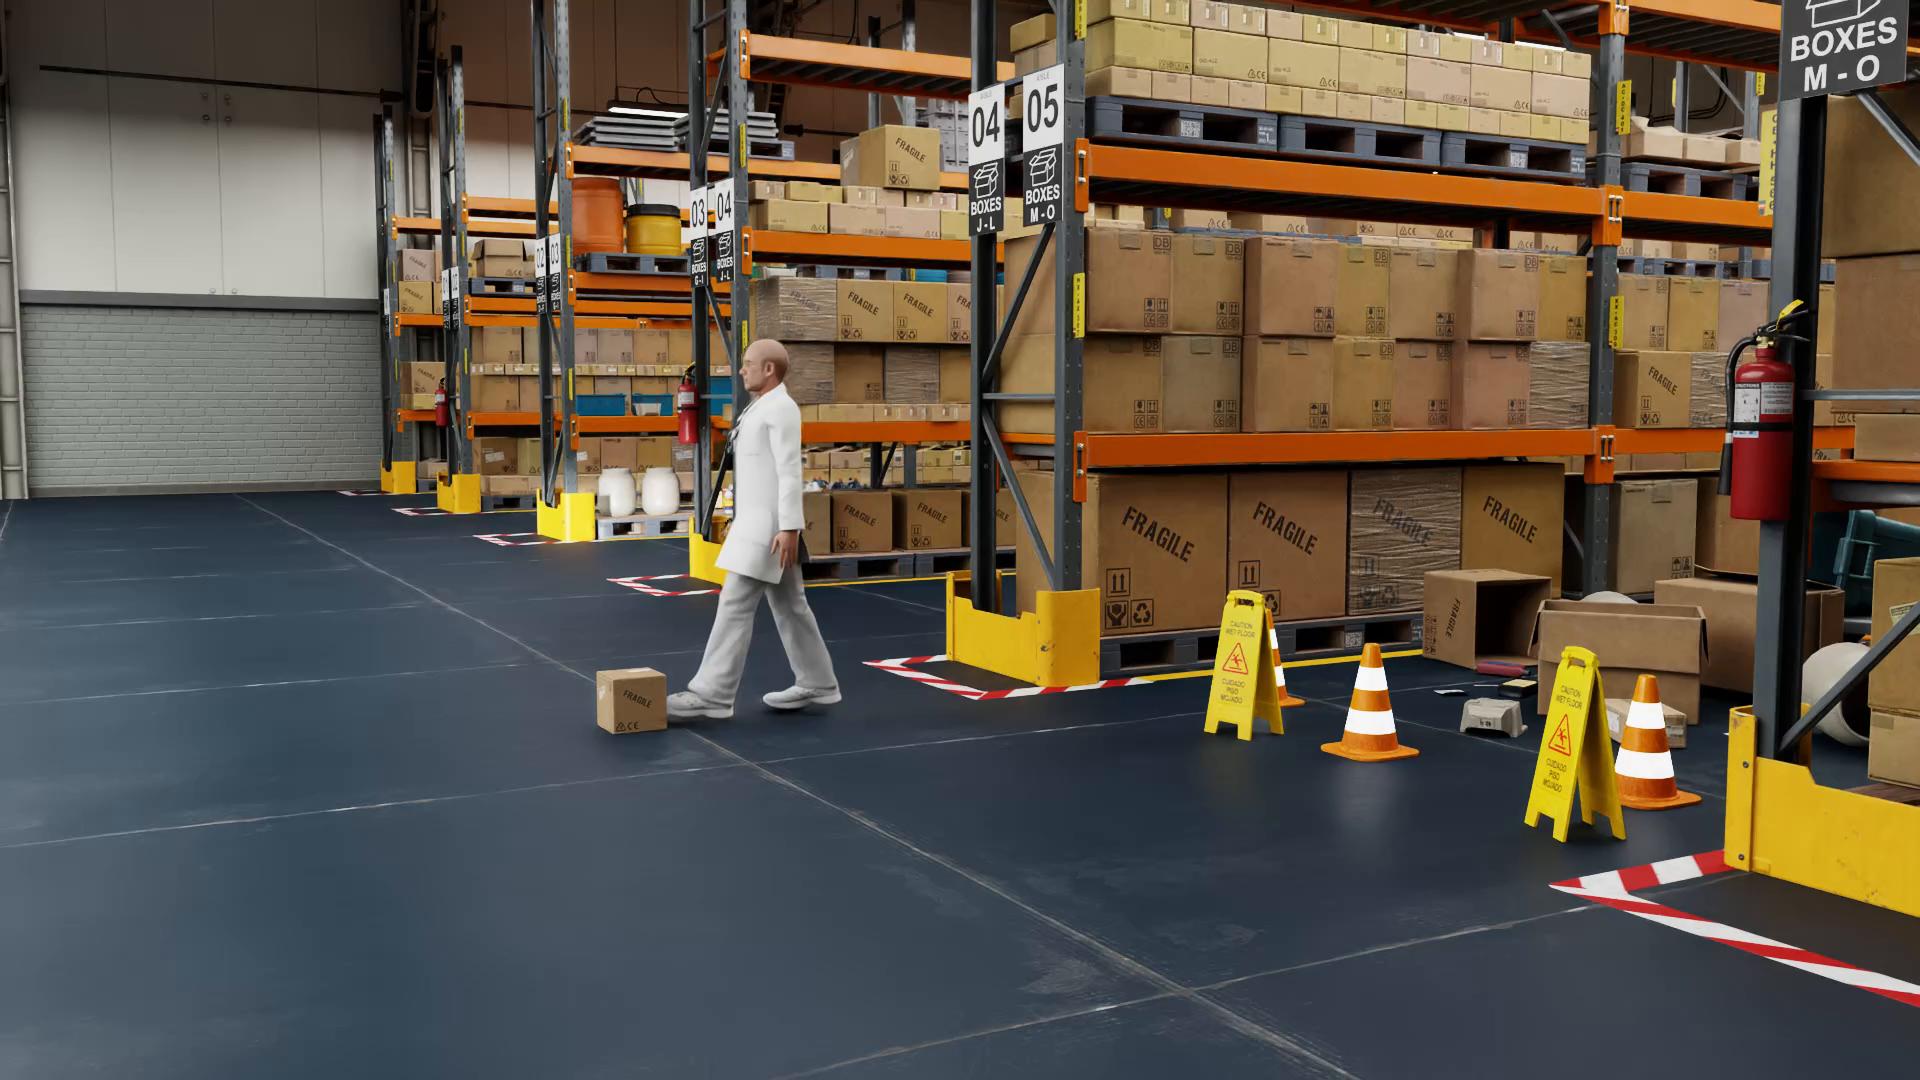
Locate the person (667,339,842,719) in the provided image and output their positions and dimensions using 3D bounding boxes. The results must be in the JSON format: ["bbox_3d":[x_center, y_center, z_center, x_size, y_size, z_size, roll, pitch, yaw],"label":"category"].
[{"bbox_3d":[-0.999,-0.061,7.811,0.898,1.758,0.628,-1,5,-10],"label":"person"}]
